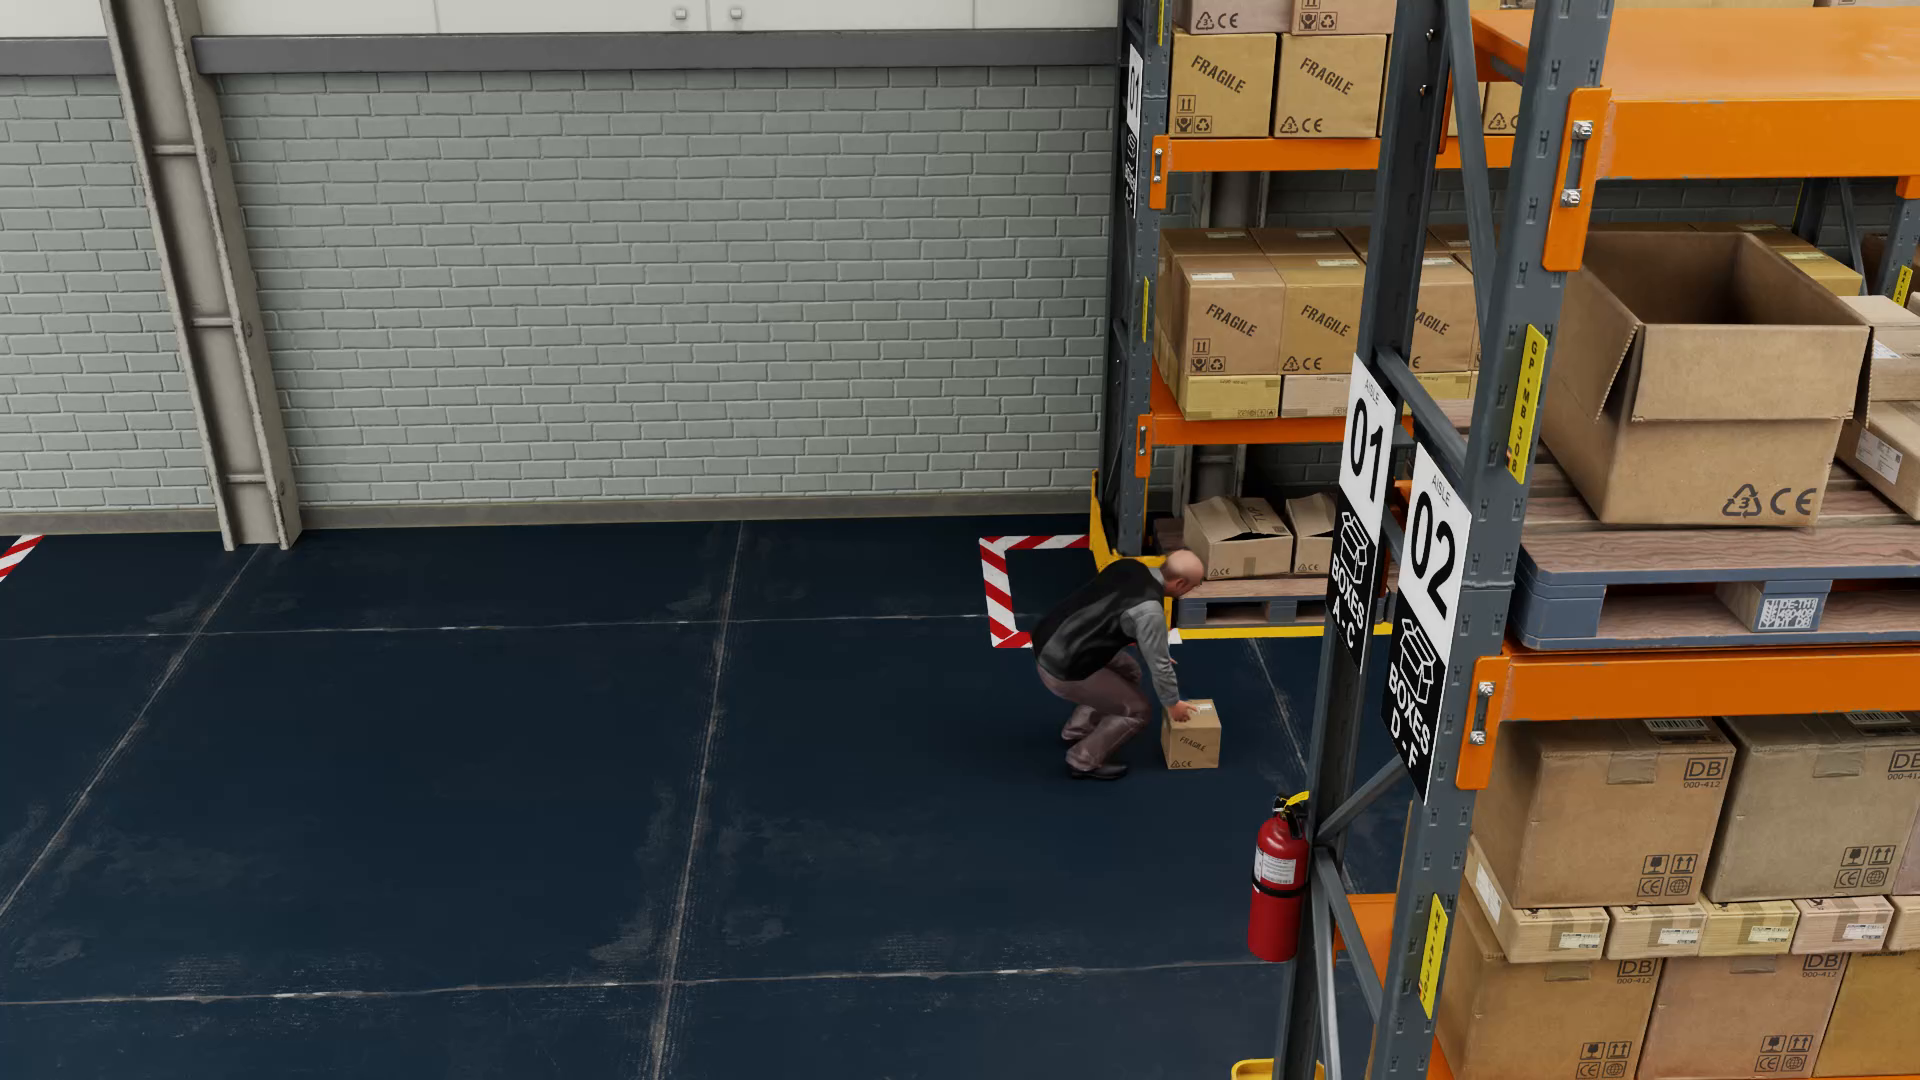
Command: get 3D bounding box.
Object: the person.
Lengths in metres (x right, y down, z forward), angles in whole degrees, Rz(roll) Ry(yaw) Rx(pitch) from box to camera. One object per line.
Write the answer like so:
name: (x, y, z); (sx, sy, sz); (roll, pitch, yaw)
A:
person: (0.760, 0.577, 8.170); (0.823, 1.139, 0.568); (-1, 27, -3)
